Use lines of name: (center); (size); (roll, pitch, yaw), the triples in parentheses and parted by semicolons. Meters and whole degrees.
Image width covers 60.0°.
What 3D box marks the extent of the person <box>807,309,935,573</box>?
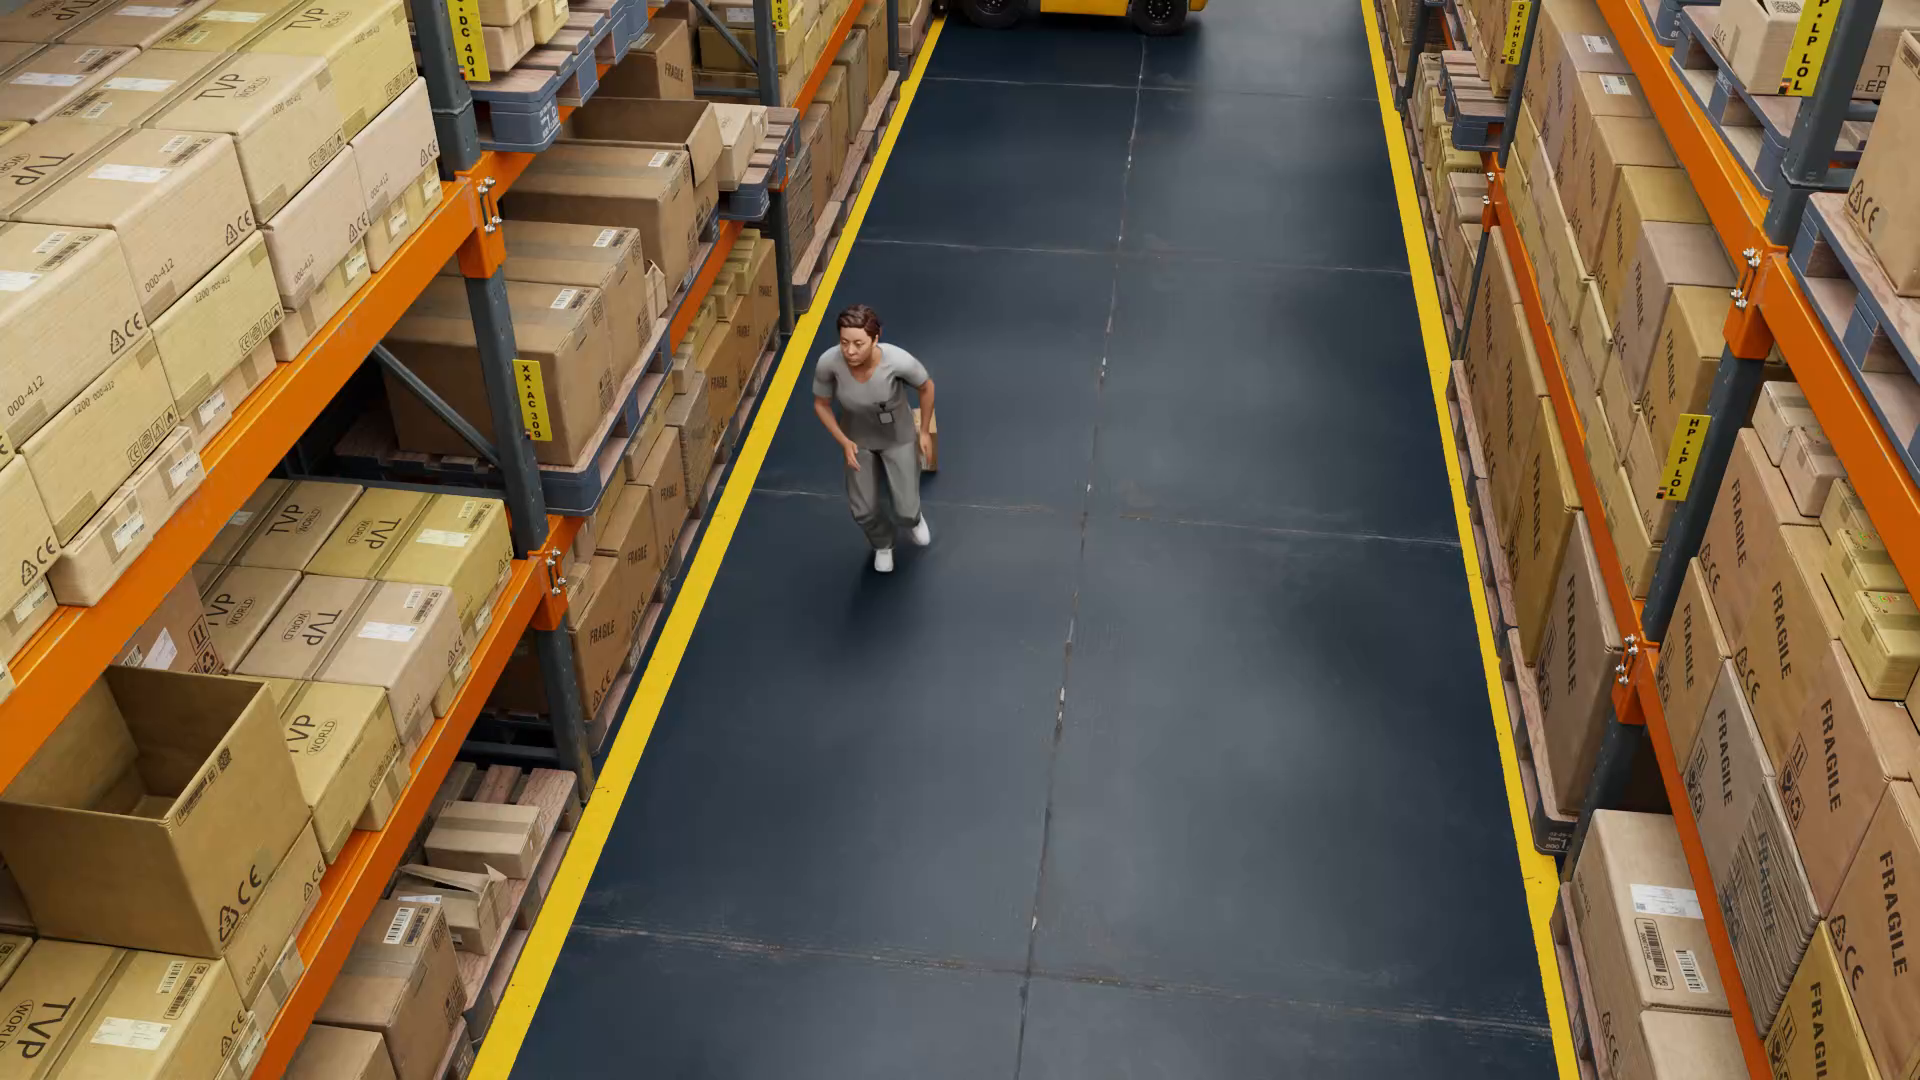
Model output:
person: (-0.399, -0.412, 7.694); (0.556, 1.560, 0.739); (5, 37, 7)
